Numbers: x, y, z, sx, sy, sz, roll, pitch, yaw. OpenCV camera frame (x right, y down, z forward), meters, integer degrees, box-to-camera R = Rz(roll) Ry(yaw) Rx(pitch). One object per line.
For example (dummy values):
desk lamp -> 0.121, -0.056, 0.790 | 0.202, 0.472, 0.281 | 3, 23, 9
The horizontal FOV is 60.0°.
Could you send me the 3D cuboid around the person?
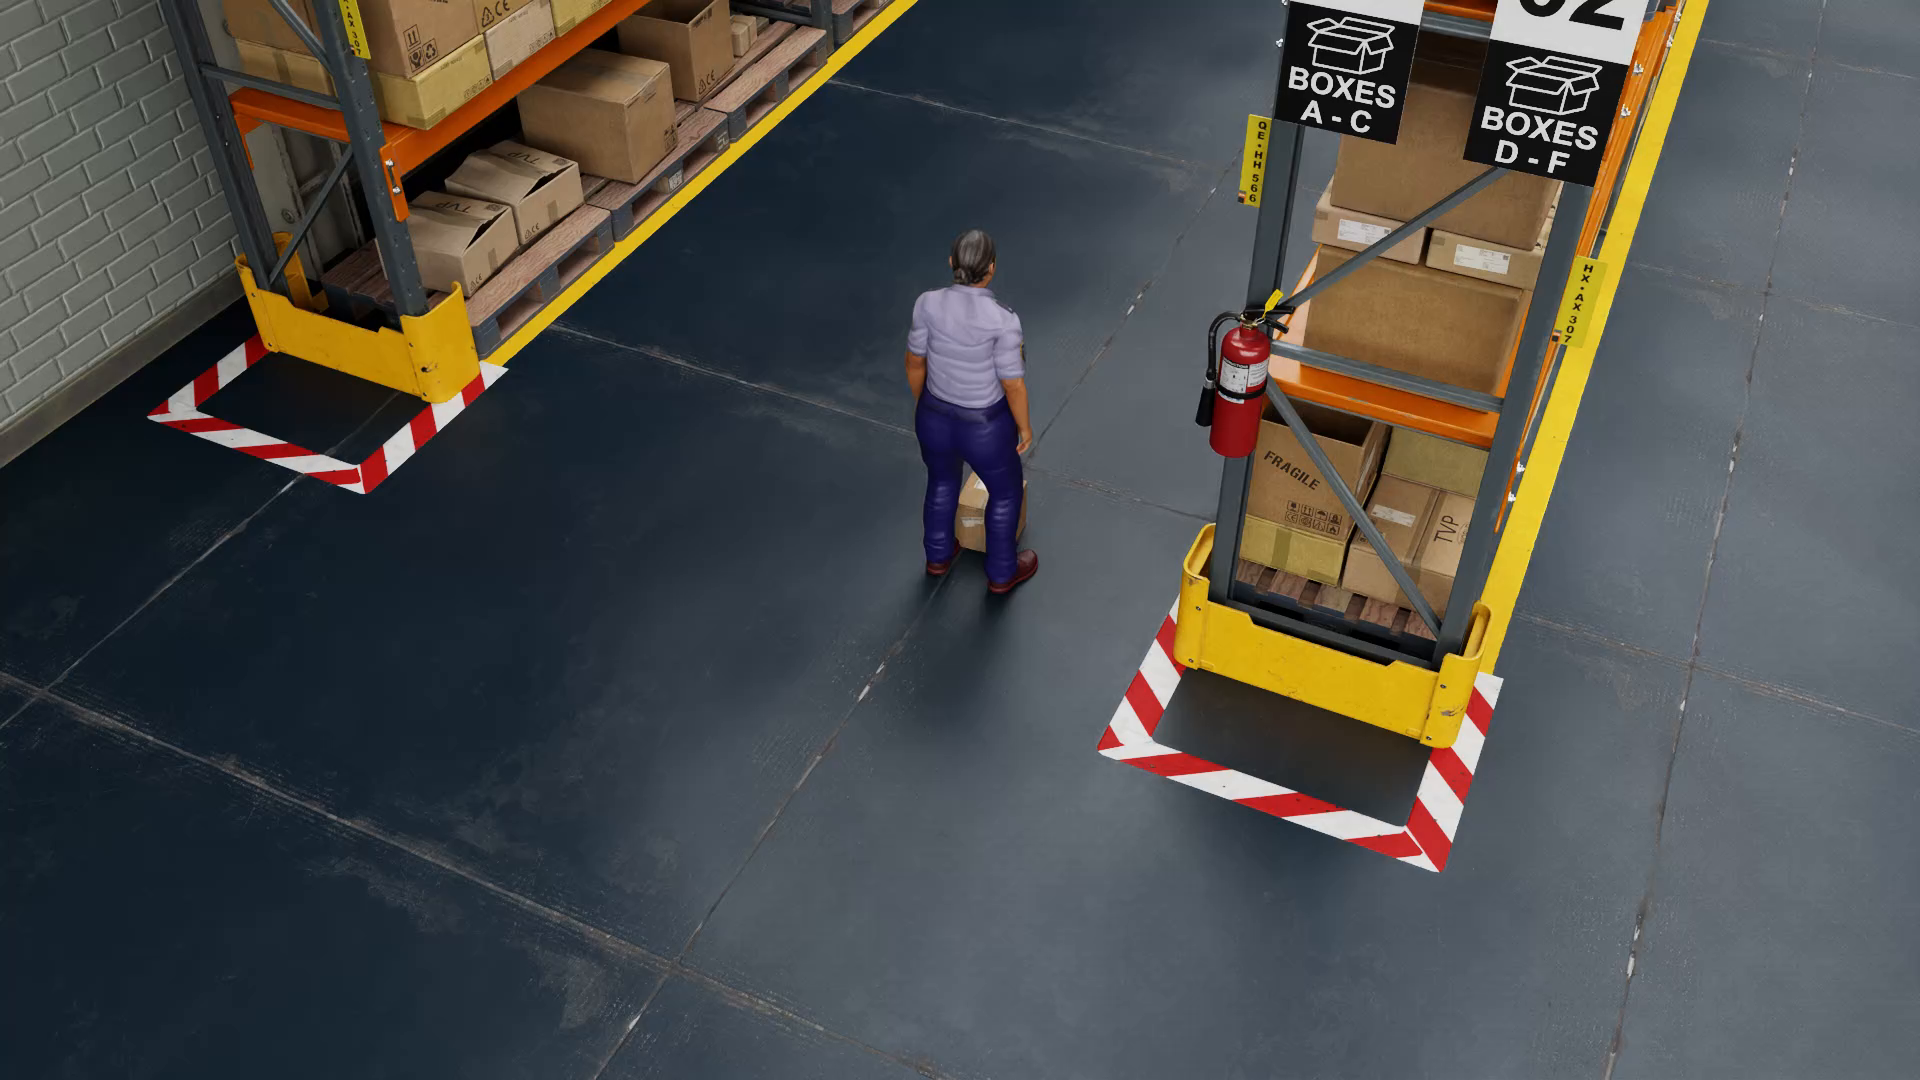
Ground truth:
person -> 0.044, -0.488, 6.703 | 0.537, 1.651, 0.374 | 18, 45, 18
